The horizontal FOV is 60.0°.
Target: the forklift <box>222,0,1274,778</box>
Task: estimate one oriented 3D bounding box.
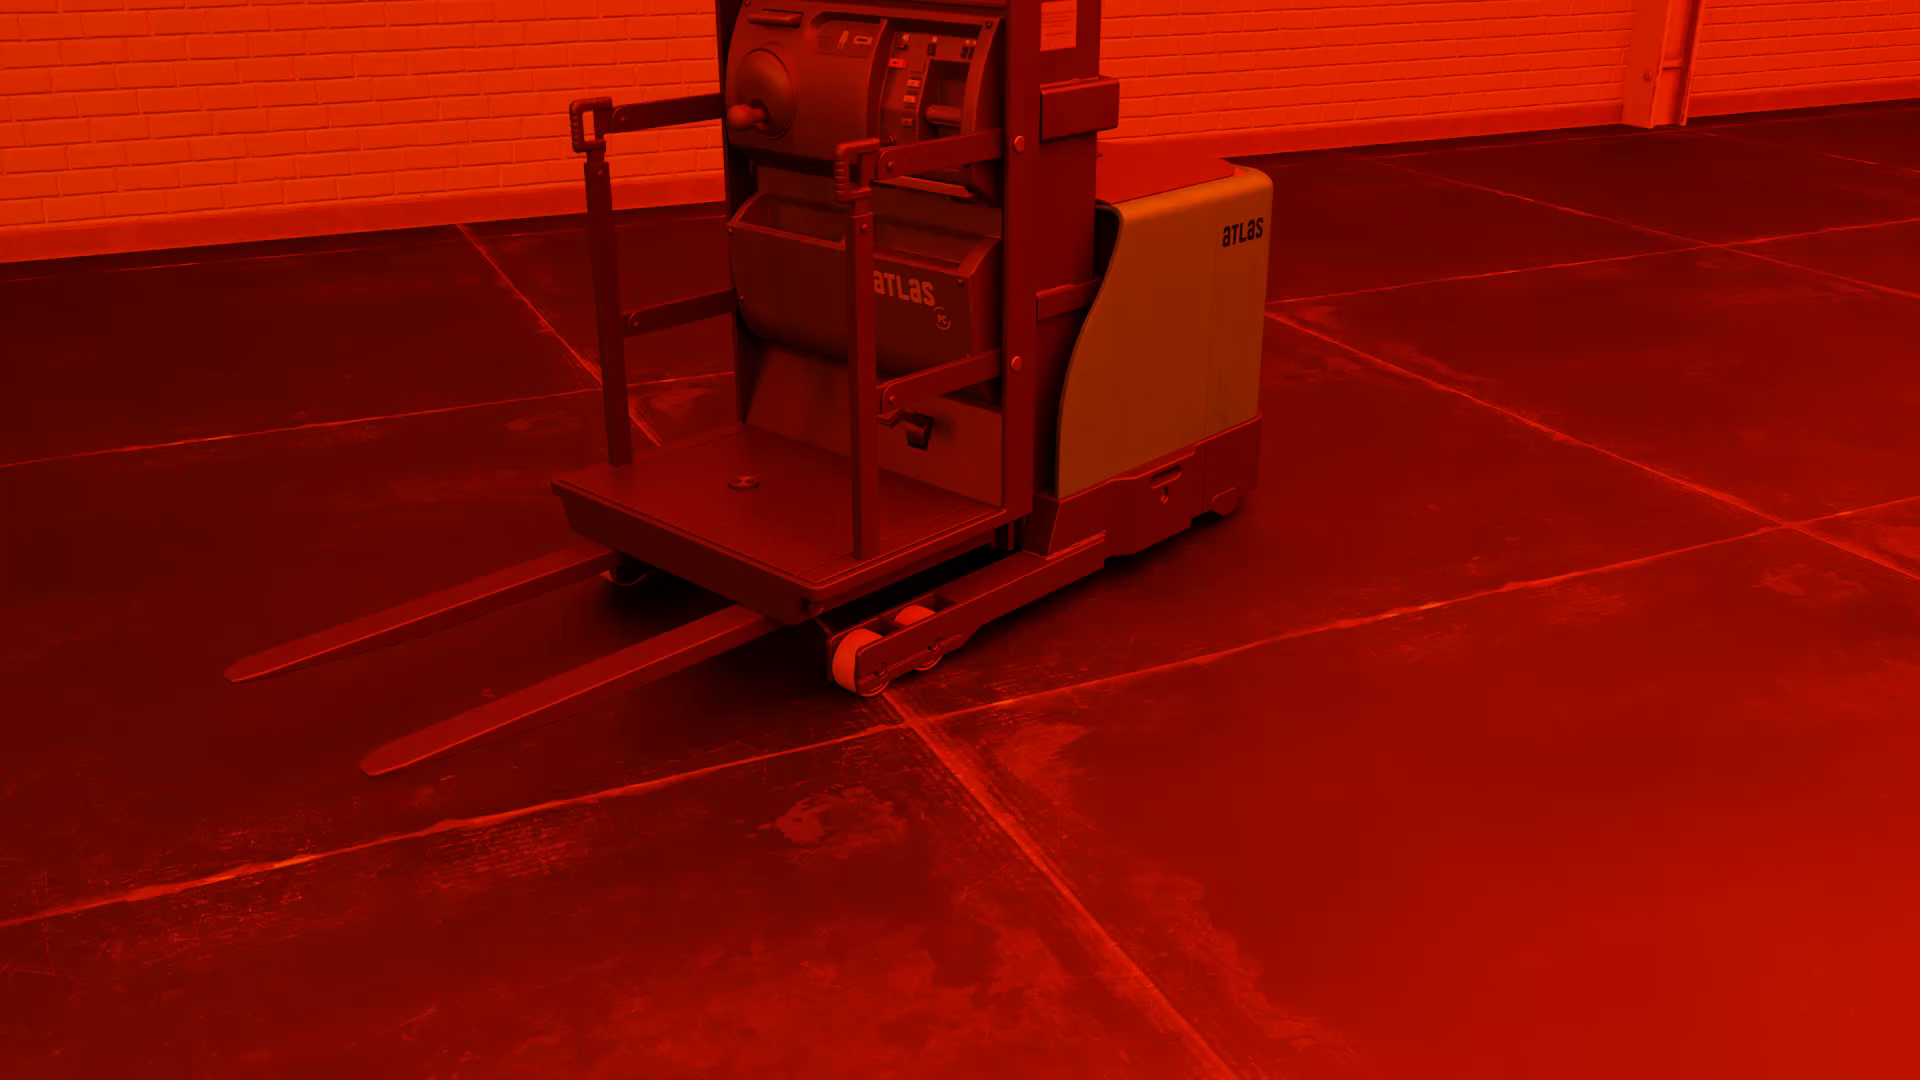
[{"bbox_3d":[-0.413,-1.182,4.131,1.130,2.935,3.031,19,29,39],"label":"forklift"}]
